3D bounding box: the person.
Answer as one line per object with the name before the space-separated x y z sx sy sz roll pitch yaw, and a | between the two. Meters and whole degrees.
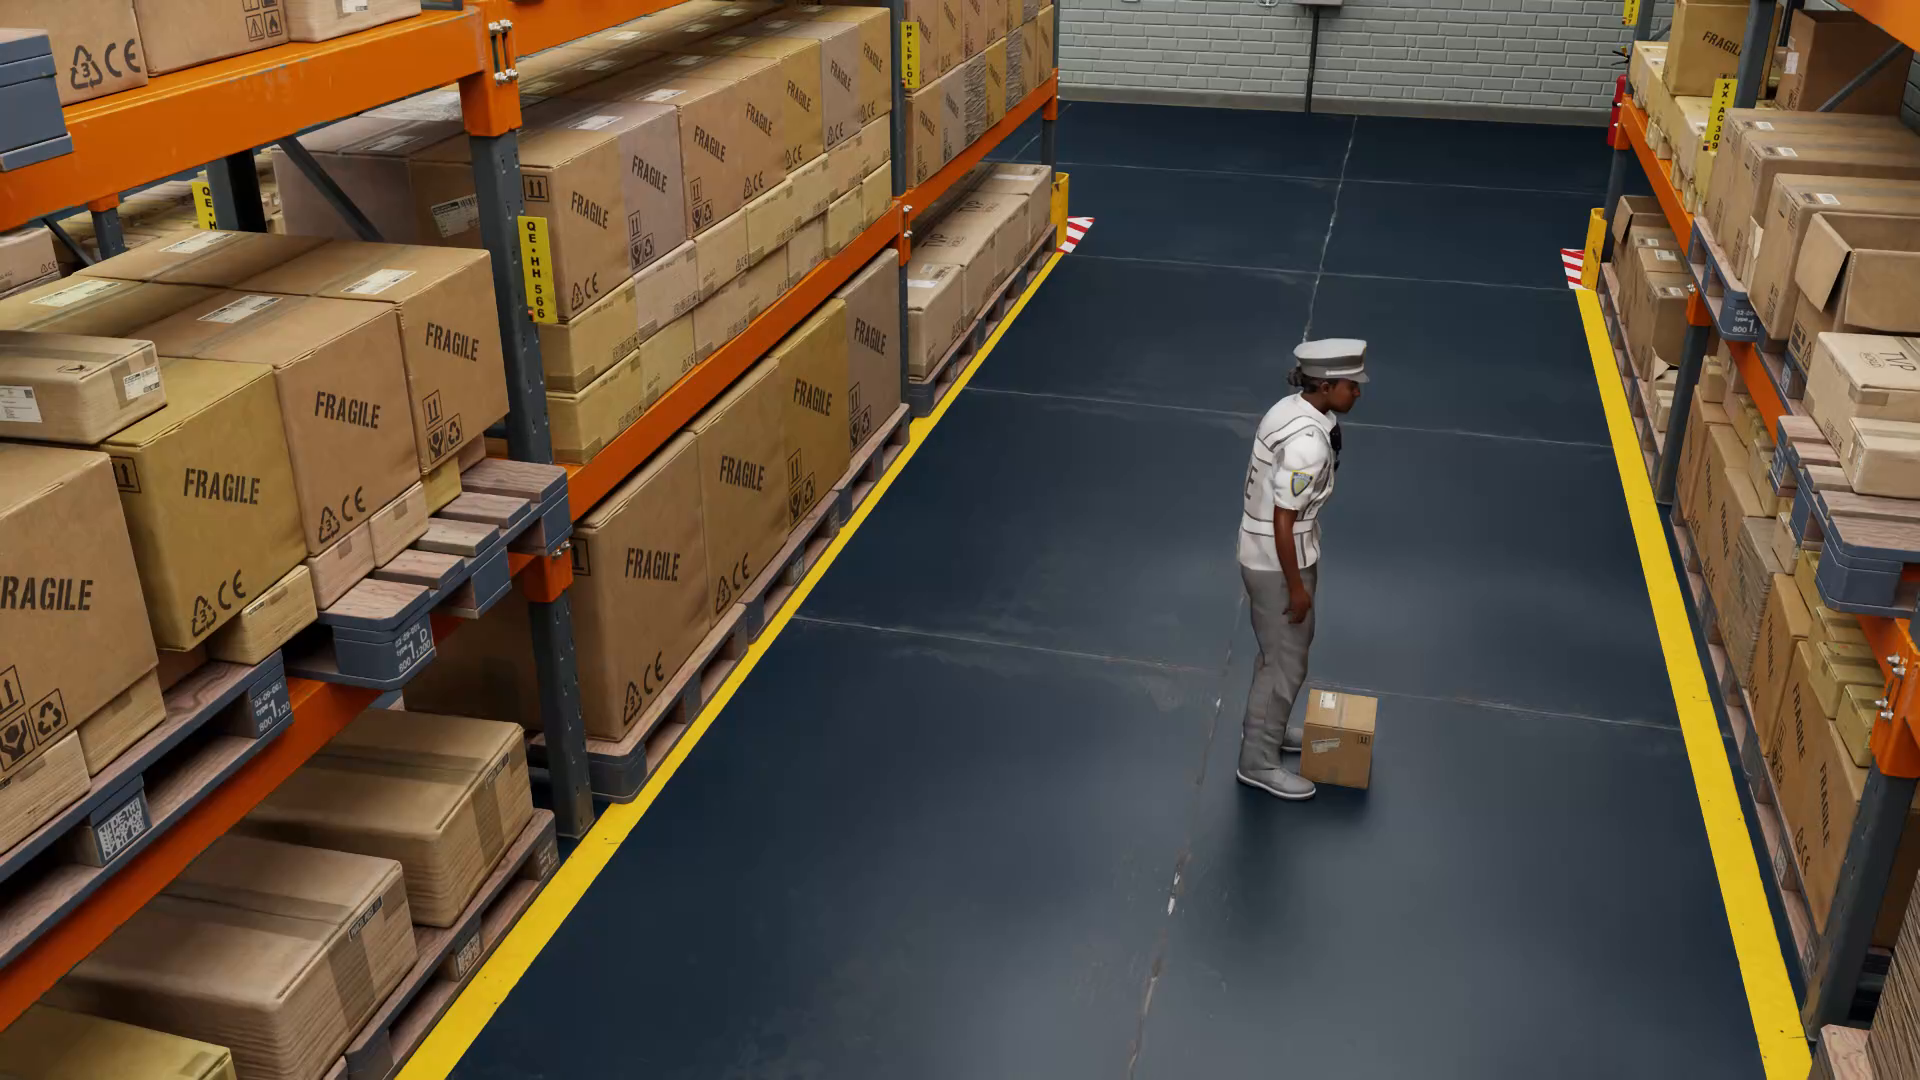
person | 1.184 0.084 5.933 0.398 1.659 0.521 6 26 12
